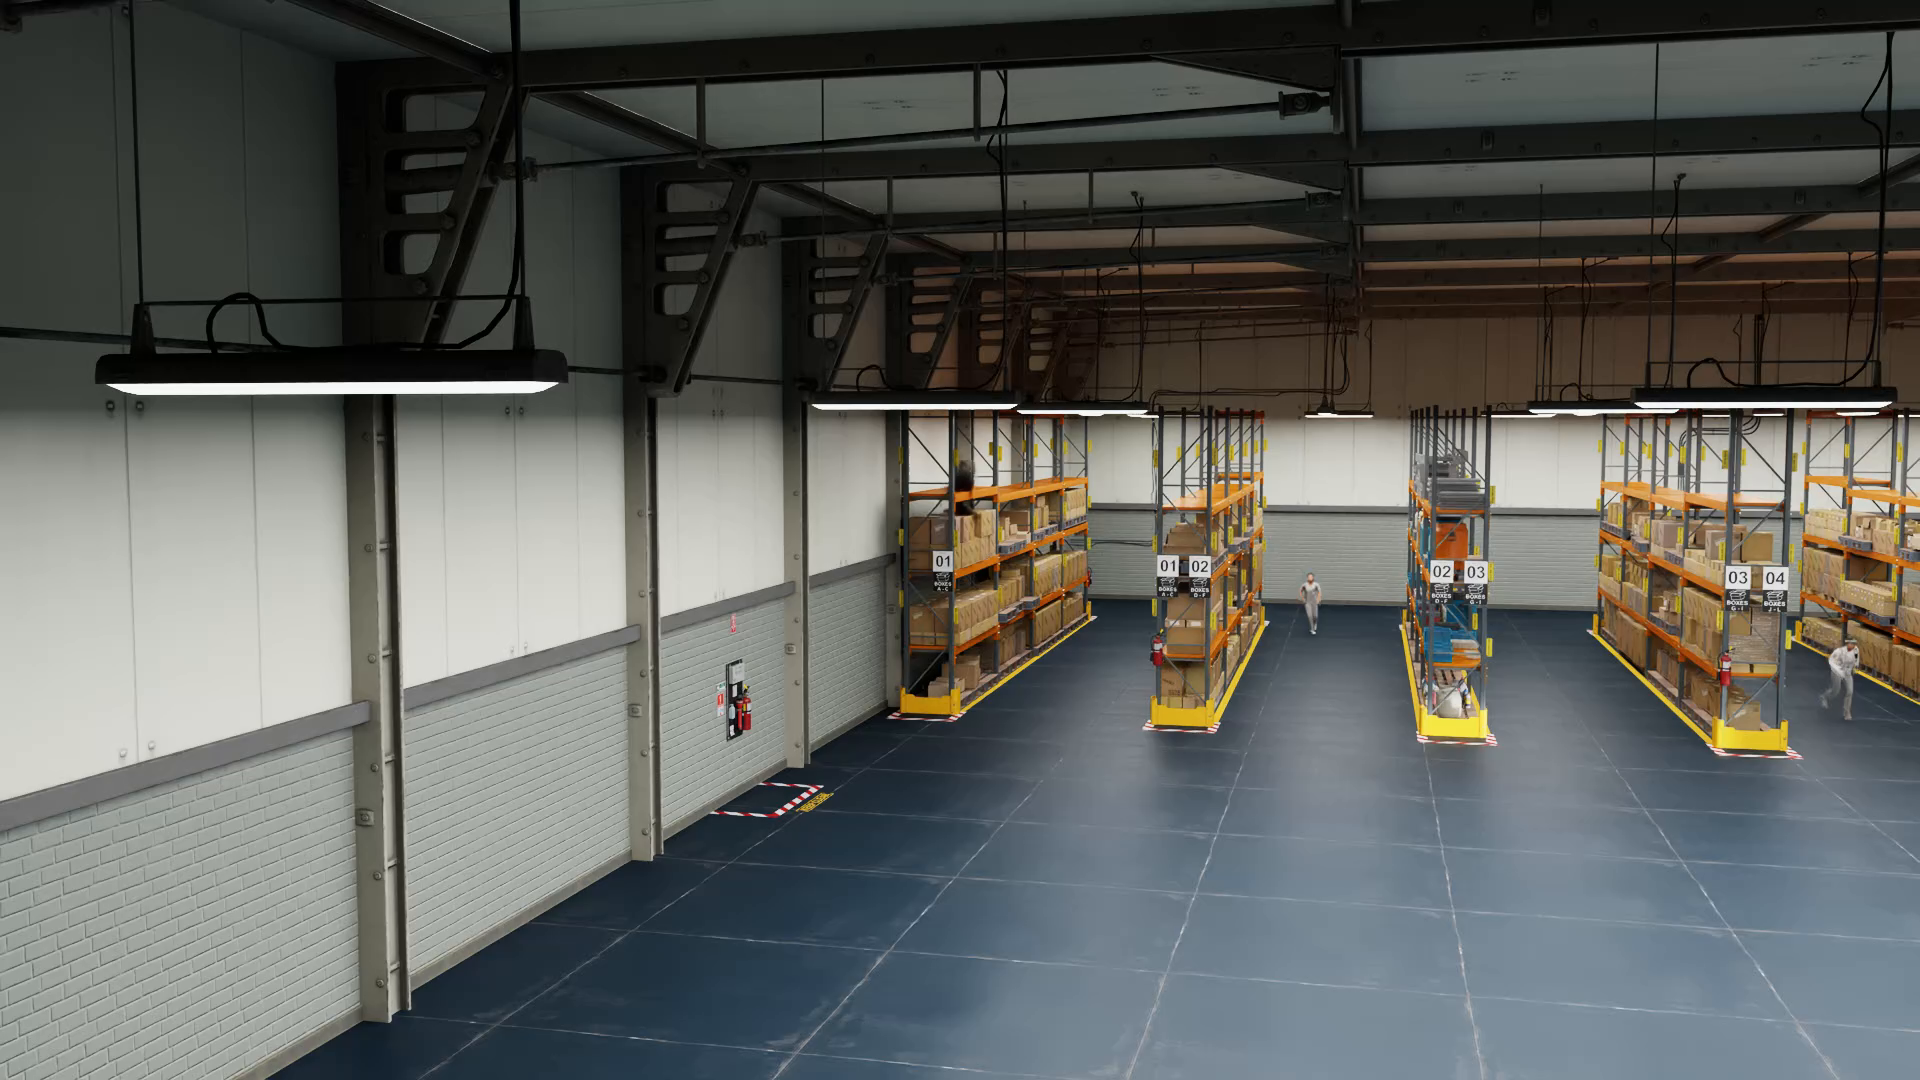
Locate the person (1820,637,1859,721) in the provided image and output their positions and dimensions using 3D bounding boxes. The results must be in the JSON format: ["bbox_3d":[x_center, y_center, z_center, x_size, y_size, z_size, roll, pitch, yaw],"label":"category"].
[{"bbox_3d":[17.044,2.633,32.225,0.649,1.631,0.965,-1,4,-11],"label":"person"}]

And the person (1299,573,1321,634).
[{"bbox_3d":[9.437,1.702,44.842,0.591,1.639,0.620,0,4,5],"label":"person"}]
